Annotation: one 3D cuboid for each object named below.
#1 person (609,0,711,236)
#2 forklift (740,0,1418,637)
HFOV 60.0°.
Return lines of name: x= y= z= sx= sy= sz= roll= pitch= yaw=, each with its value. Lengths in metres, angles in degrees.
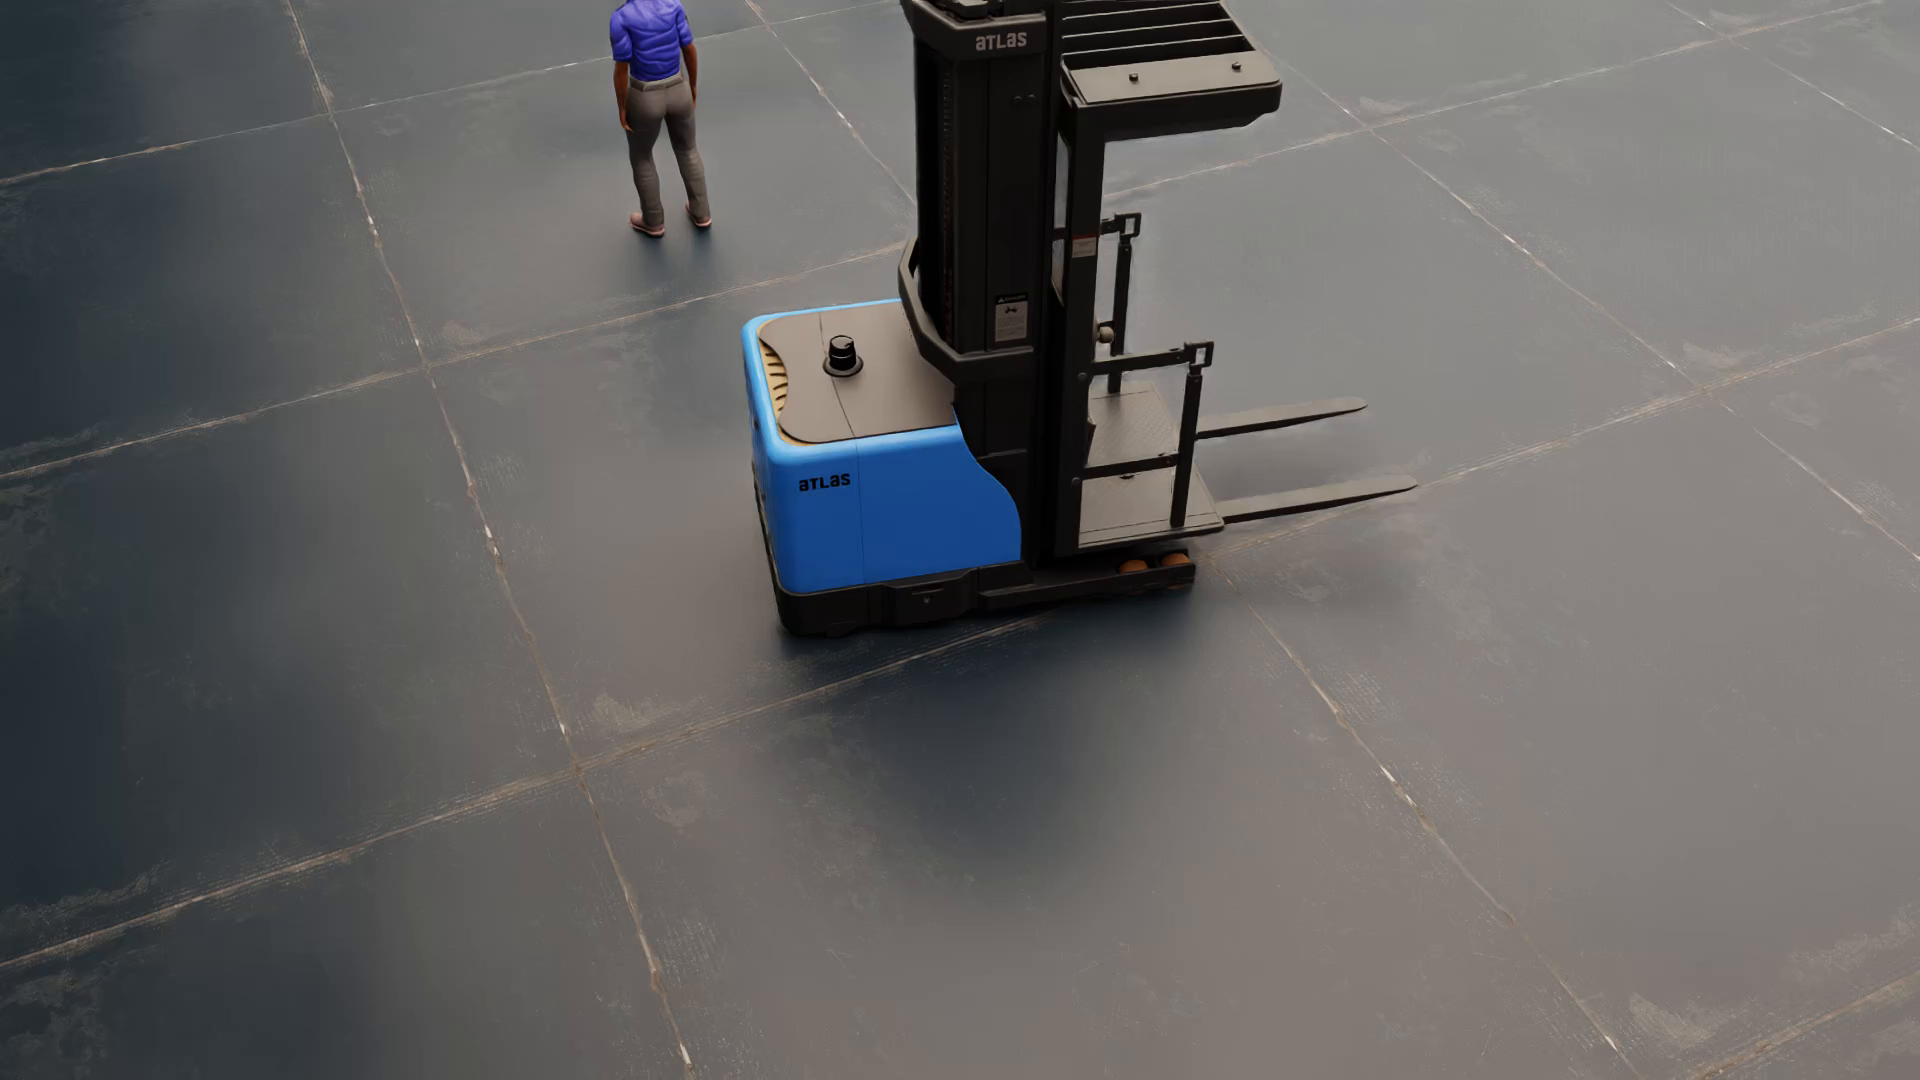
person: x=-1.693 y=-2.470 z=9.273 sx=0.503 sy=1.662 sz=0.375 roll=-22 pitch=47 yaw=-22
forklift: x=0.595 y=-1.165 z=6.928 sx=3.031 sy=2.935 sz=1.130 roll=-9 pitch=44 yaw=-9
